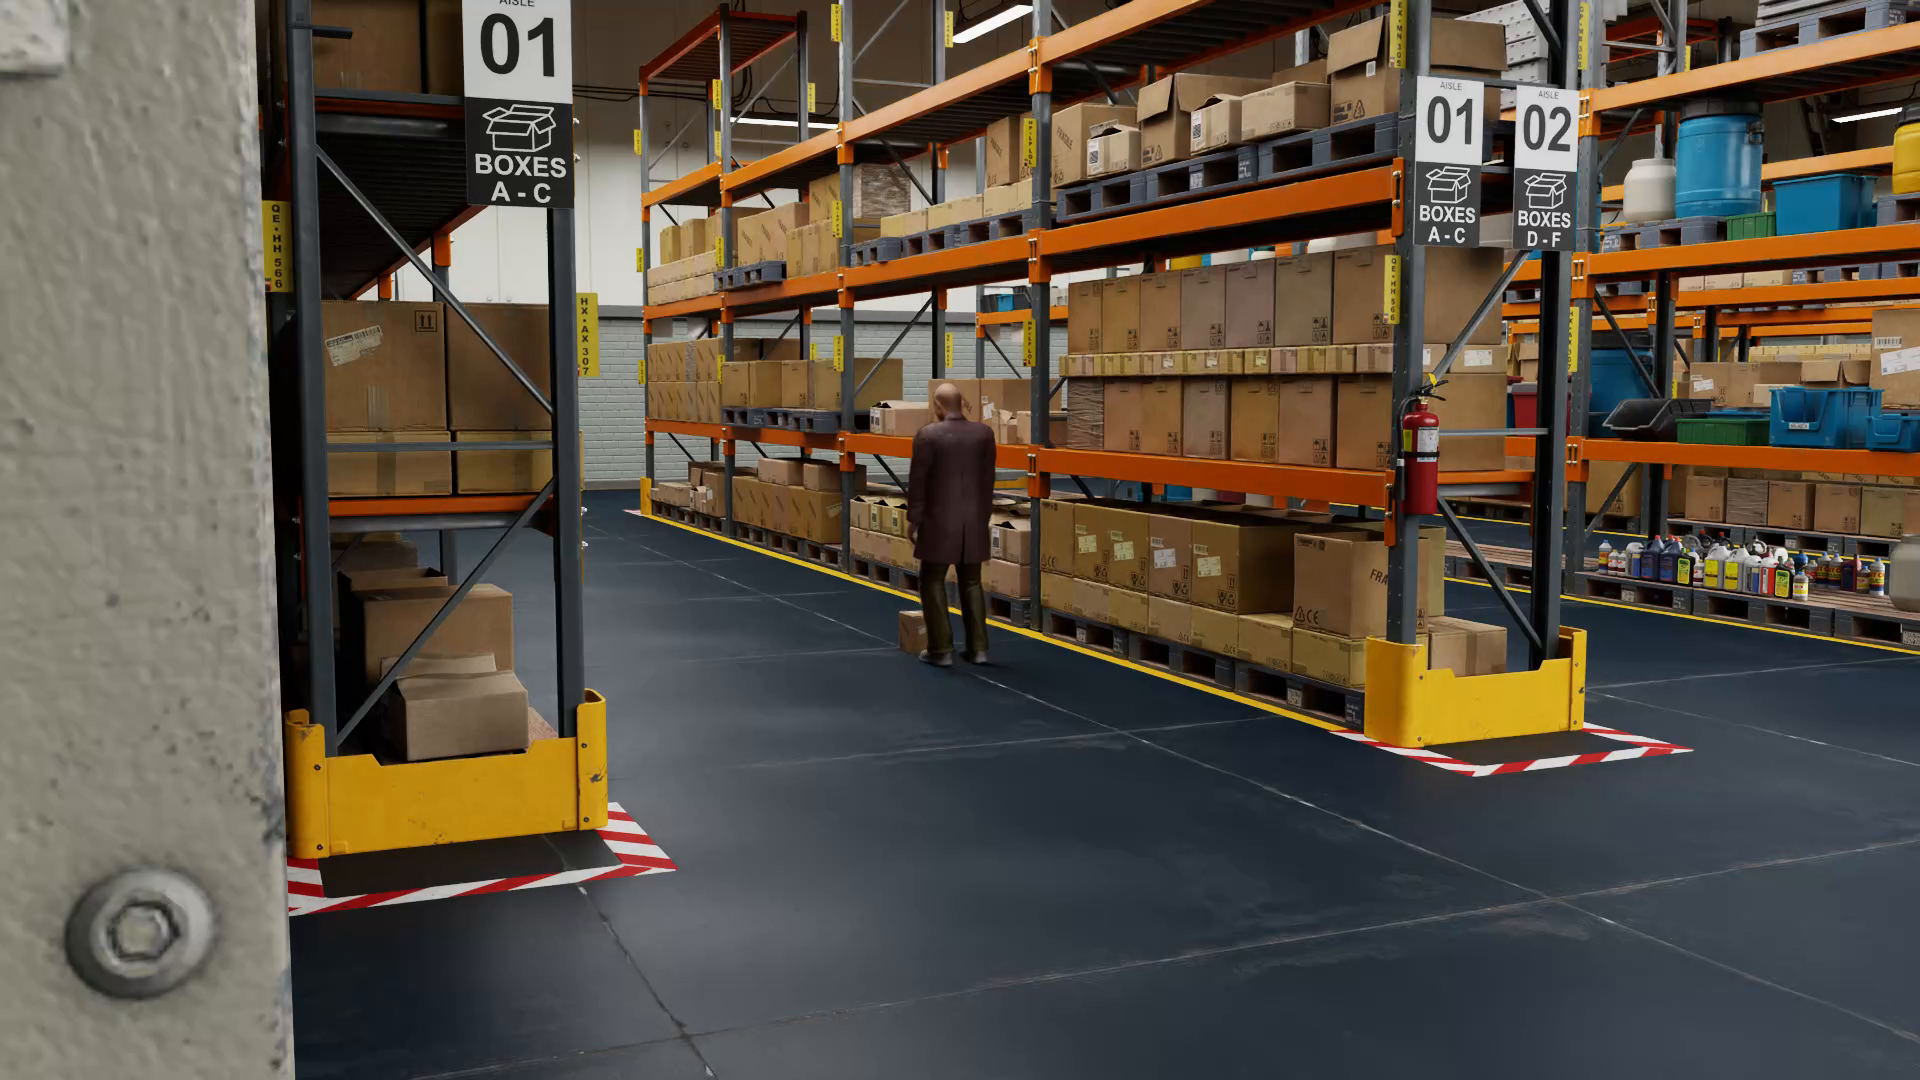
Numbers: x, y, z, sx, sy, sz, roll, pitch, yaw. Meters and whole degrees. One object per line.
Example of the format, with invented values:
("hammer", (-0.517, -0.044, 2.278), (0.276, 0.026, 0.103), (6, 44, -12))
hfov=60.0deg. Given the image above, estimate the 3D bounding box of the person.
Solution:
("person", (-0.065, -0.001, 10.424), (0.572, 1.574, 0.384), (-2, 6, -22))
